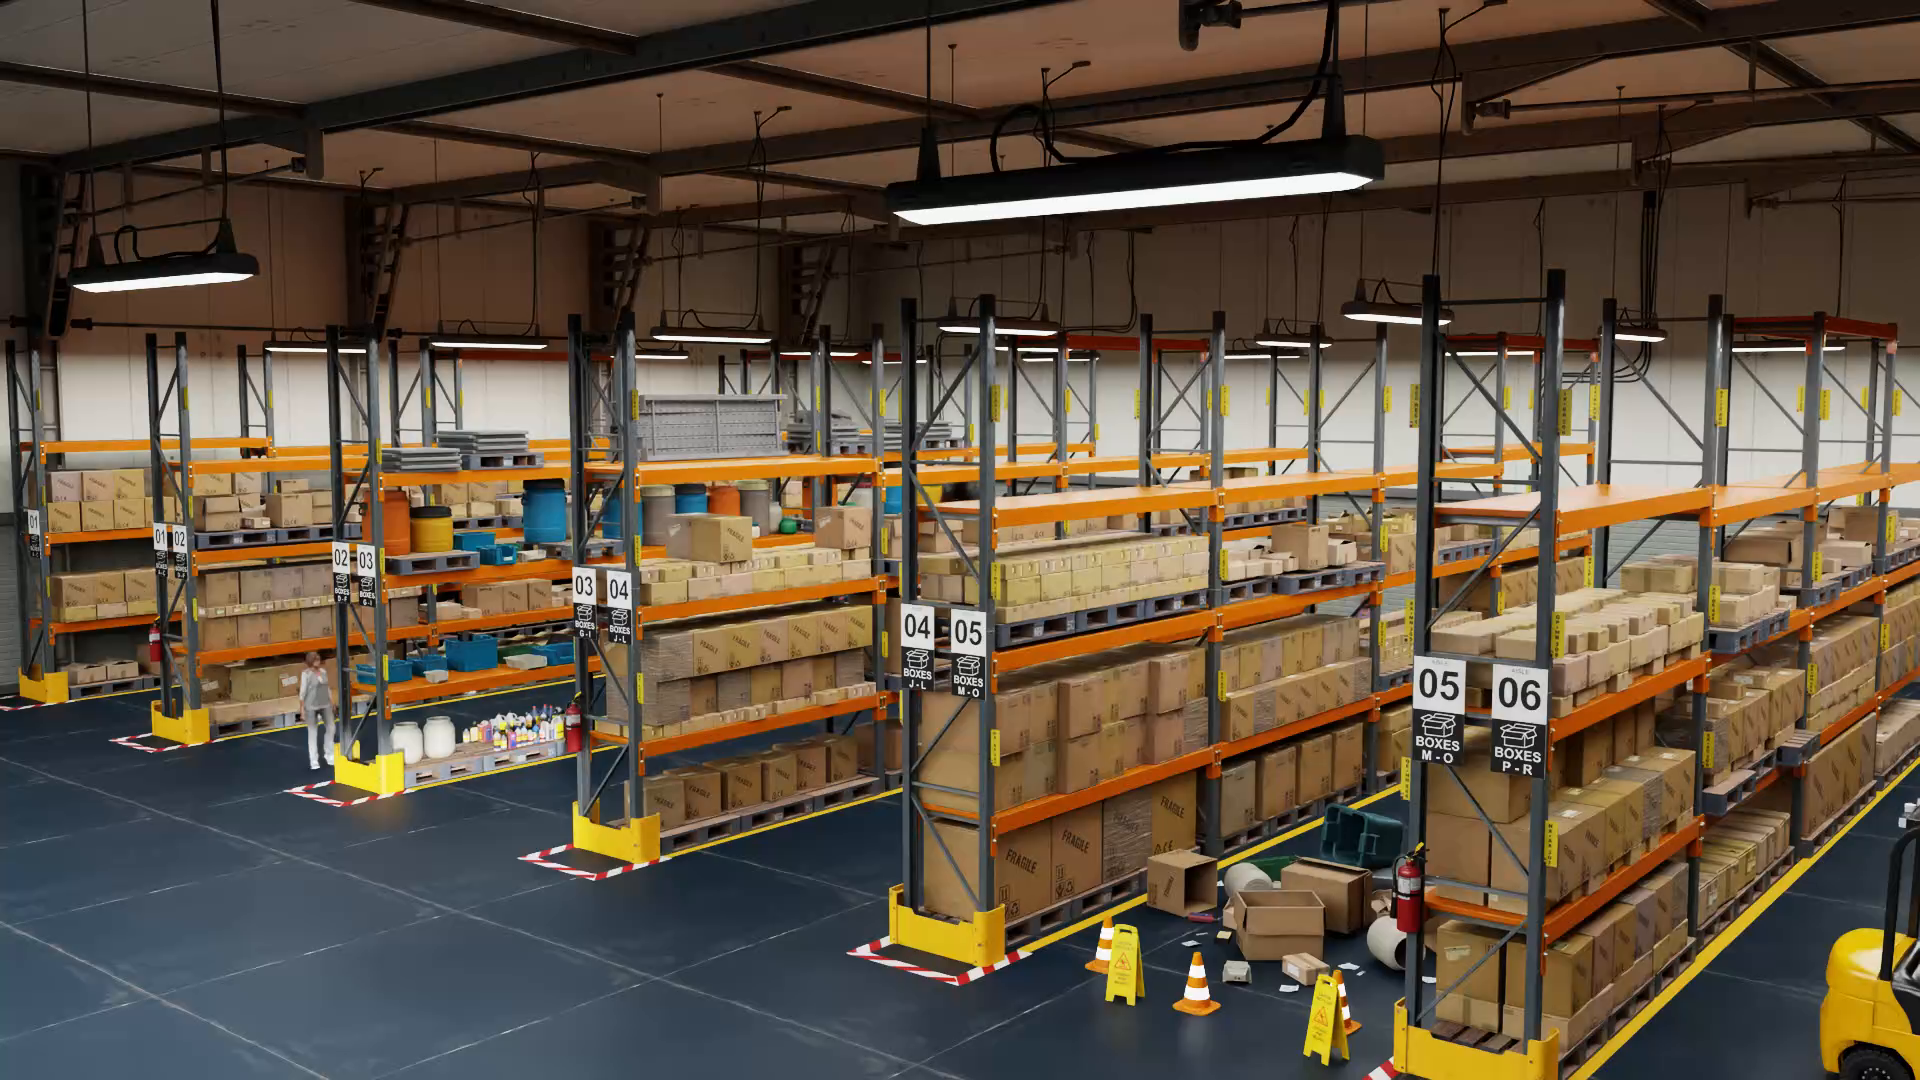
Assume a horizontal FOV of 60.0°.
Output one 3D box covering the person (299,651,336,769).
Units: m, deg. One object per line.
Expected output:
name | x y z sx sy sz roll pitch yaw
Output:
person | -8.833 2.326 22.850 0.486 1.617 0.401 -5 7 -43

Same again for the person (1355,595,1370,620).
person | 7.155 1.741 29.325 0.471 1.550 0.804 2 6 25

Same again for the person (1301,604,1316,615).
person | 5.942 1.805 28.211 0.499 1.699 0.378 -3 6 -33
